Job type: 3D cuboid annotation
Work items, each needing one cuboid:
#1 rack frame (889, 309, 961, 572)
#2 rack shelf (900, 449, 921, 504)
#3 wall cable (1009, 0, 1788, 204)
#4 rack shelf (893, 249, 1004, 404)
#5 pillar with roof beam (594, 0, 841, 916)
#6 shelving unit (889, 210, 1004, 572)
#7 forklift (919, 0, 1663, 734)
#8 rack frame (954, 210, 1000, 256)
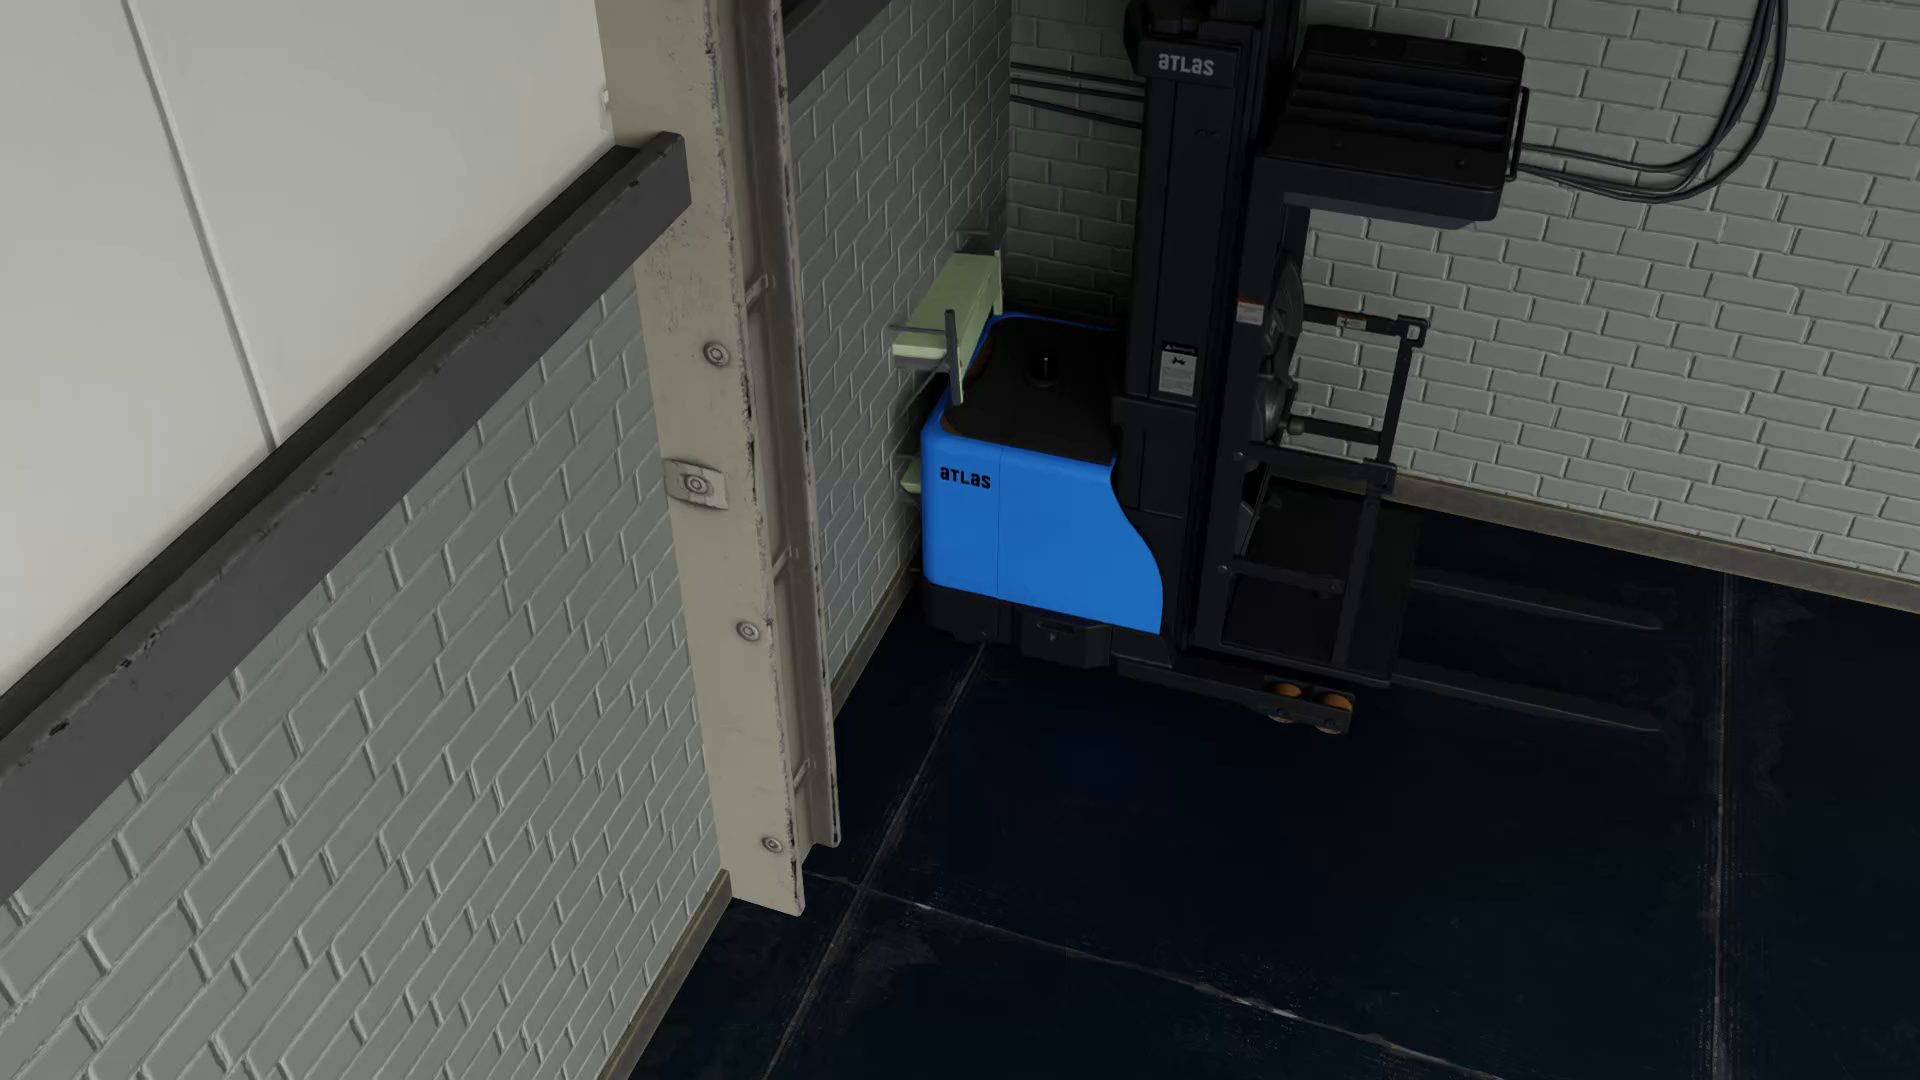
[{"bbox_3d":[-0.171,-0.341,6.898,0.400,1.500,0.023,7,43,13],"label":"rack frame"},{"bbox_3d":[-0.062,-0.340,7.376,0.431,0.370,0.720,7,43,13],"label":"rack shelf"},{"bbox_3d":[1.586,-2.521,6.118,3.097,2.526,0.112,13,42,15],"label":"wall cable"},{"bbox_3d":[-0.107,-0.872,6.898,0.431,0.370,0.720,7,43,13],"label":"rack shelf"},{"bbox_3d":[3.381,-1.243,2.228,9.100,9.000,0.400,13,42,15],"label":"pillar with roof beam"},{"bbox_3d":[-0.082,-0.582,7.158,0.431,1.500,0.755,7,43,13],"label":"shelving unit"},{"bbox_3d":[1.402,-0.715,6.284,3.031,2.935,1.130,12,42,14],"label":"forklift"},{"bbox_3d":[0.006,-0.824,7.419,0.400,1.500,0.023,7,43,13],"label":"rack frame"}]
